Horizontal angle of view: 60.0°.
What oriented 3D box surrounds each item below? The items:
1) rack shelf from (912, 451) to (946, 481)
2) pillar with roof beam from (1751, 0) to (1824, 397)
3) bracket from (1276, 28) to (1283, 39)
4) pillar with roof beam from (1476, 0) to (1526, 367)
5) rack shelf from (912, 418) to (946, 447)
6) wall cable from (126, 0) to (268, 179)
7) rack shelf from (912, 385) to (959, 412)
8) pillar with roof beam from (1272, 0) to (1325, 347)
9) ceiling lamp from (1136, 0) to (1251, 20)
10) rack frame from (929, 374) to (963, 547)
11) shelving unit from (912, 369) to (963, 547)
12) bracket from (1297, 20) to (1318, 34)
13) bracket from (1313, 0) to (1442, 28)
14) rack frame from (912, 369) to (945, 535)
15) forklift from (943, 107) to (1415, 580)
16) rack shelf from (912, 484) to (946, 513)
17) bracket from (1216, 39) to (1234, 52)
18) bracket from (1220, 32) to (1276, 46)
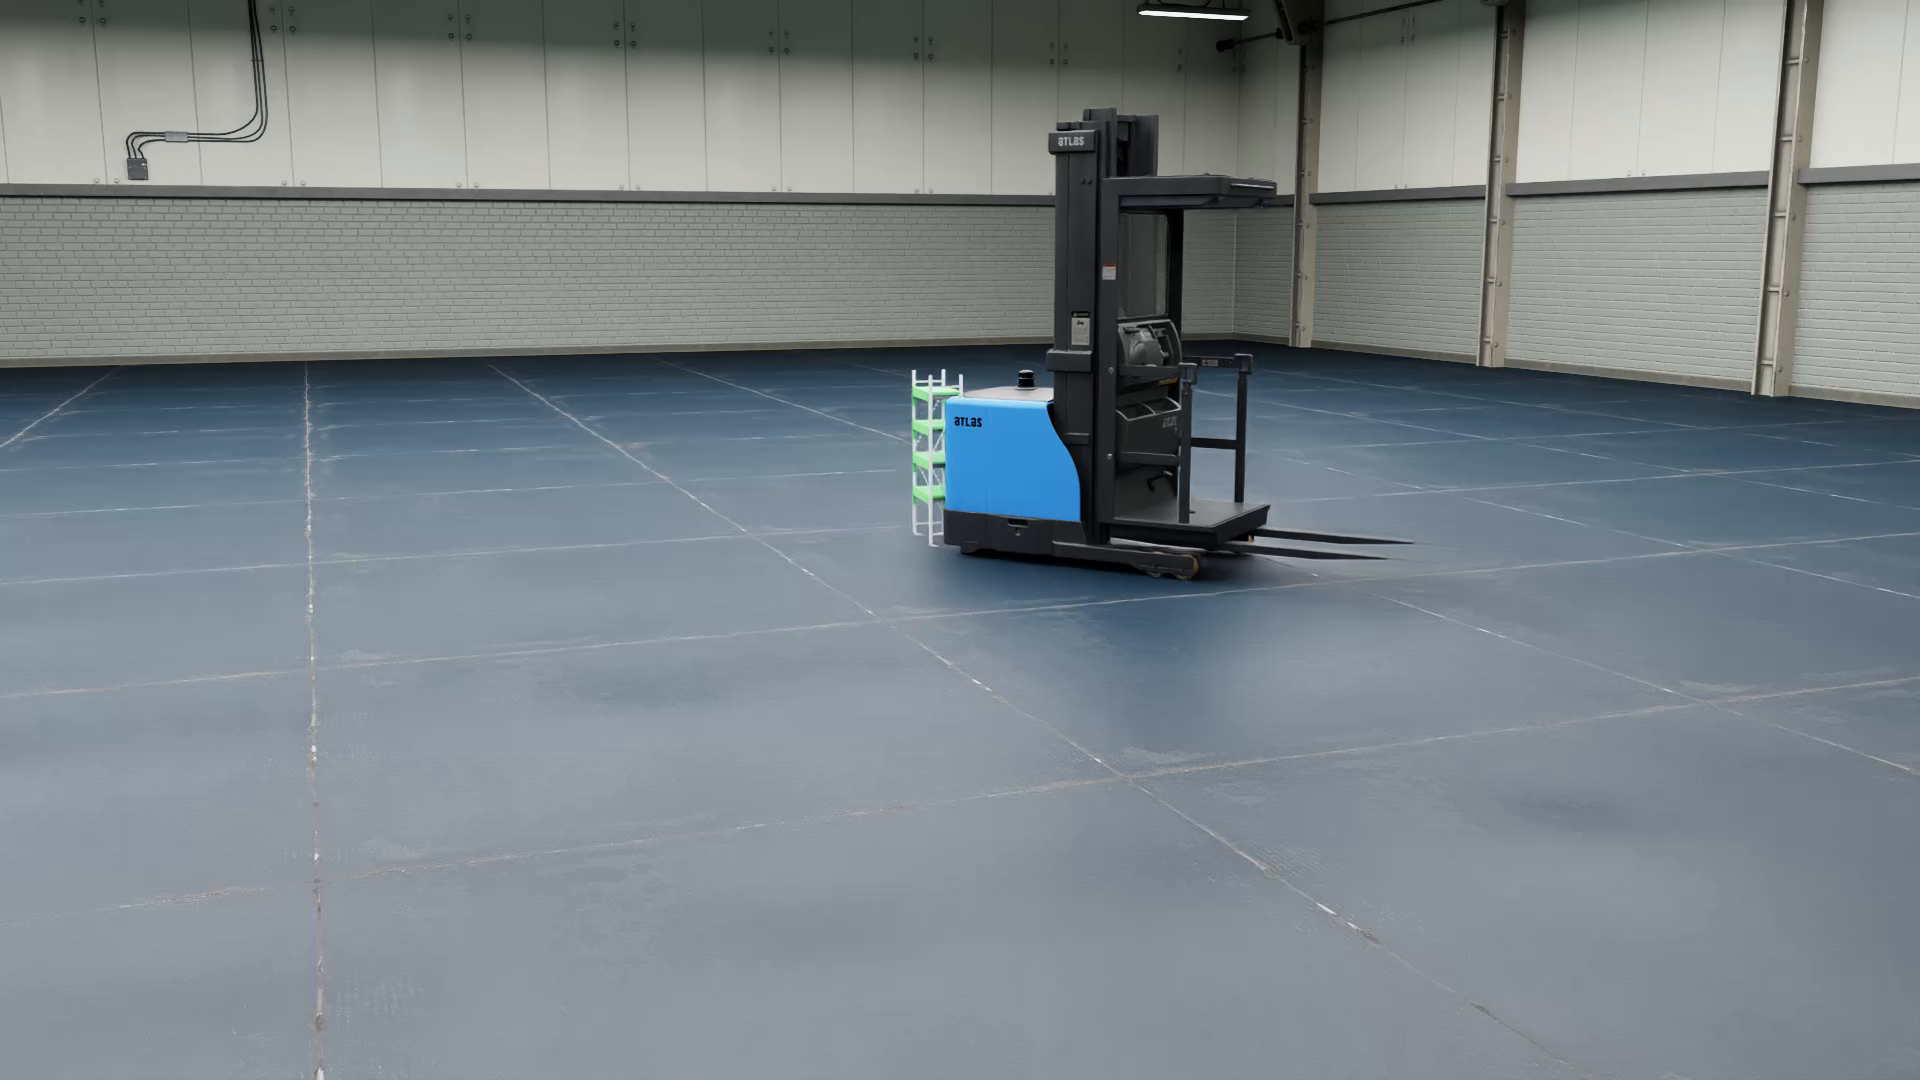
[{"bbox_3d":[-0.161,-0.529,11.832,0.258,0.148,0.480,-3,10,-15],"label":"rack shelf"},{"bbox_3d":[7.382,-6.197,21.062,9.100,9.000,0.400,-4,11,-21],"label":"pillar with roof beam"},{"bbox_3d":[6.565,-10.246,33.549,0.235,0.232,0.430,-4,11,-21],"label":"bracket"},{"bbox_3d":[5.208,-7.176,26.568,9.100,9.000,0.548,-4,11,-21],"label":"pillar with roof beam"},{"bbox_3d":[-0.161,-0.765,11.790,0.258,0.148,0.480,-3,10,-15],"label":"rack shelf"},{"bbox_3d":[-13.294,-9.269,28.621,2.305,6.003,0.169,-4,11,-21],"label":"wall cable"},{"bbox_3d":[-0.161,-1.002,11.748,0.258,0.148,0.480,-3,10,-15],"label":"rack shelf"},{"bbox_3d":[3.034,-8.156,32.074,9.100,9.000,0.548,-4,11,-21],"label":"pillar with roof beam"},{"bbox_3d":[3.823,-10.357,27.783,2.000,3.185,0.800,-4,11,-21],"label":"ceiling lamp"},{"bbox_3d":[-0.098,-0.551,11.589,0.240,1.200,0.015,-3,10,-15],"label":"rack frame"},{"bbox_3d":[-0.161,-0.592,11.821,0.258,1.200,0.503,-3,10,-15],"label":"shelving unit"},{"bbox_3d":[6.866,-10.111,32.787,0.235,0.232,0.430,-4,11,-21],"label":"bracket"},{"bbox_3d":[7.799,-9.690,30.423,0.076,0.066,4.783,-4,11,-21],"label":"bracket"},{"bbox_3d":[-0.225,-0.633,12.053,0.240,1.200,0.015,-3,10,-15],"label":"rack frame"},{"bbox_3d":[1.424,-1.295,10.832,3.031,2.935,1.130,6,12,29],"label":"forklift"},{"bbox_3d":[-0.161,-0.293,11.875,0.258,0.148,0.480,-3,10,-15],"label":"rack shelf"},{"bbox_3d":[5.706,-10.633,35.723,0.235,0.232,0.430,-4,11,-21],"label":"bracket"},{"bbox_3d":[5.920,-10.537,35.181,0.076,0.066,3.189,-4,11,-21],"label":"bracket"}]
